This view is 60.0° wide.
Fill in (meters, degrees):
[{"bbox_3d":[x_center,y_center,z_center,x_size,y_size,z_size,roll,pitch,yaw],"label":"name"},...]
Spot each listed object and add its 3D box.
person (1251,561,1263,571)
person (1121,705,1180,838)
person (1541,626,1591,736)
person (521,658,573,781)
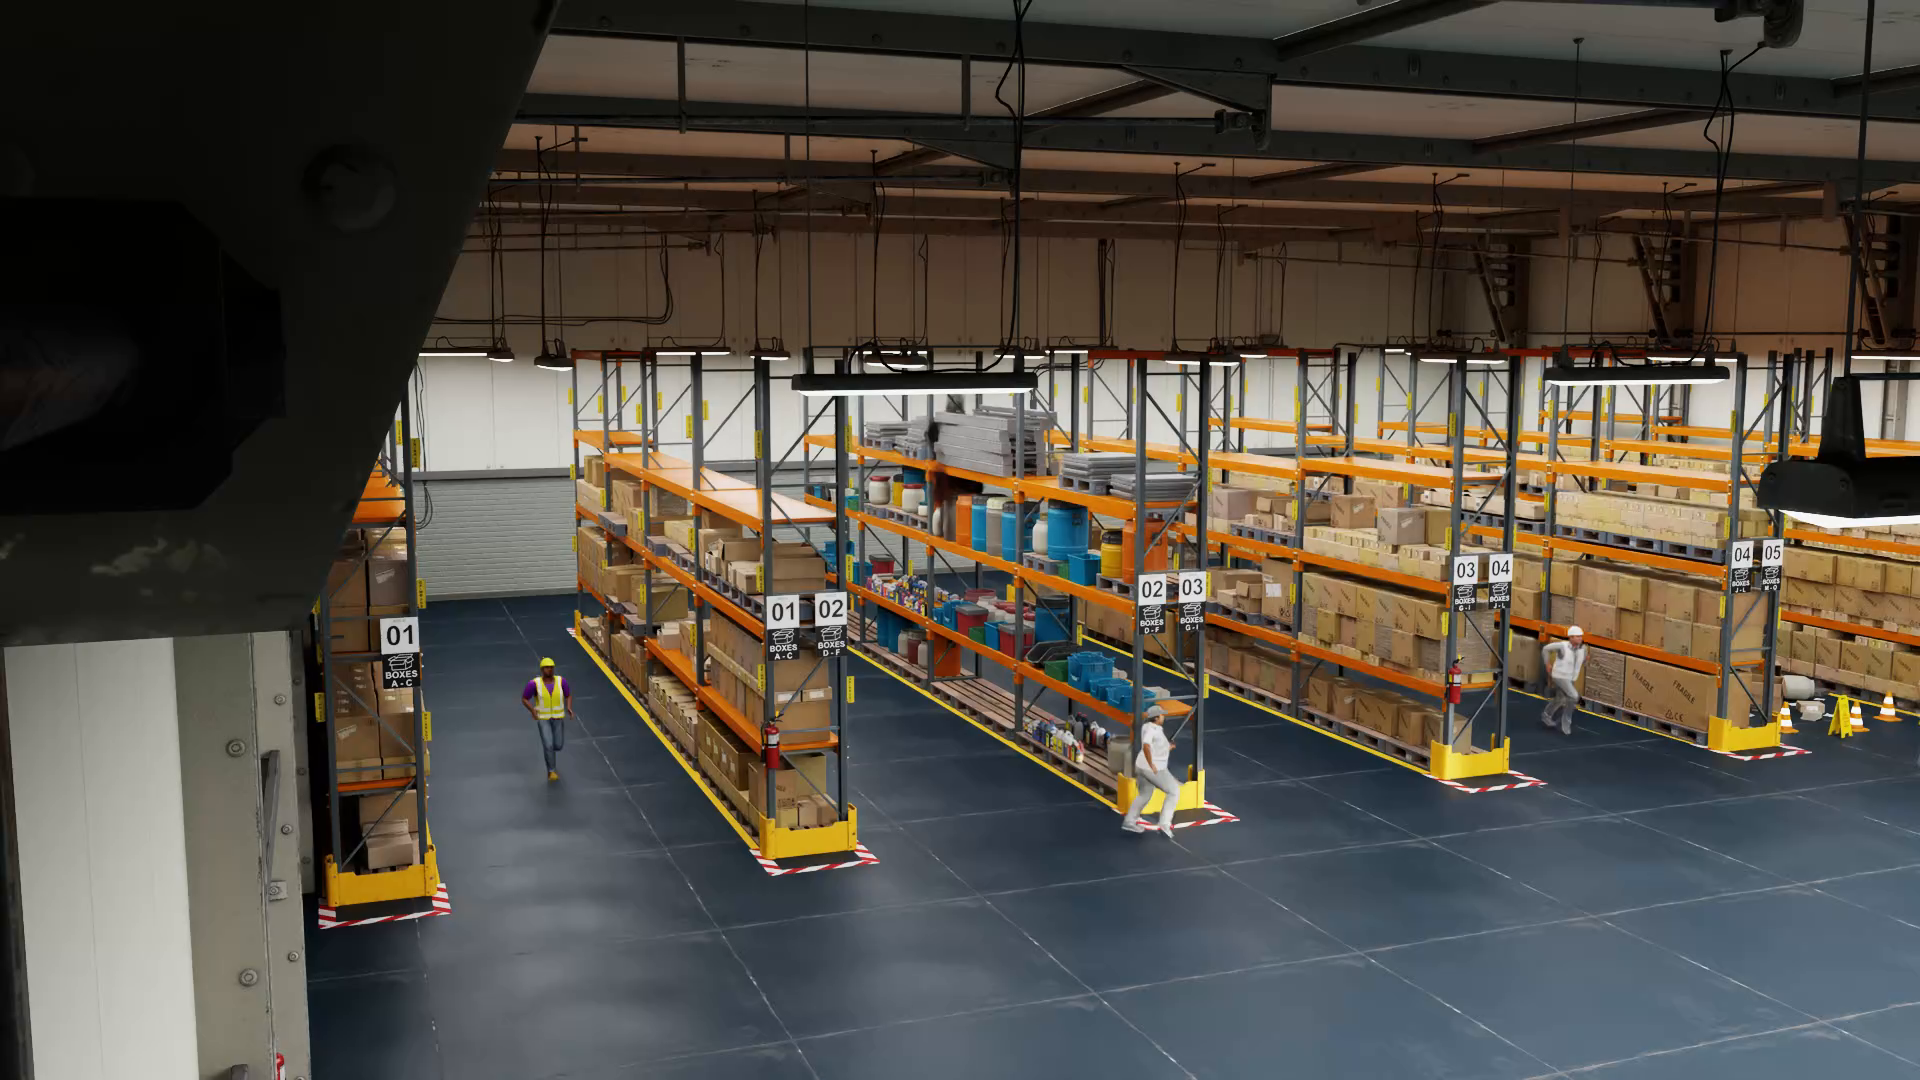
[{"bbox_3d":[7.580,0.246,42.180,0.826,1.676,0.594,-3,8,-25],"label":"person"},{"bbox_3d":[2.420,2.930,20.969,0.759,1.704,0.592,-2,7,-16],"label":"person"},{"bbox_3d":[9.583,2.197,26.370,0.646,1.743,0.926,-4,8,-27],"label":"person"},{"bbox_3d":[-5.891,2.534,23.779,0.702,1.732,0.680,-4,8,-27],"label":"person"}]
